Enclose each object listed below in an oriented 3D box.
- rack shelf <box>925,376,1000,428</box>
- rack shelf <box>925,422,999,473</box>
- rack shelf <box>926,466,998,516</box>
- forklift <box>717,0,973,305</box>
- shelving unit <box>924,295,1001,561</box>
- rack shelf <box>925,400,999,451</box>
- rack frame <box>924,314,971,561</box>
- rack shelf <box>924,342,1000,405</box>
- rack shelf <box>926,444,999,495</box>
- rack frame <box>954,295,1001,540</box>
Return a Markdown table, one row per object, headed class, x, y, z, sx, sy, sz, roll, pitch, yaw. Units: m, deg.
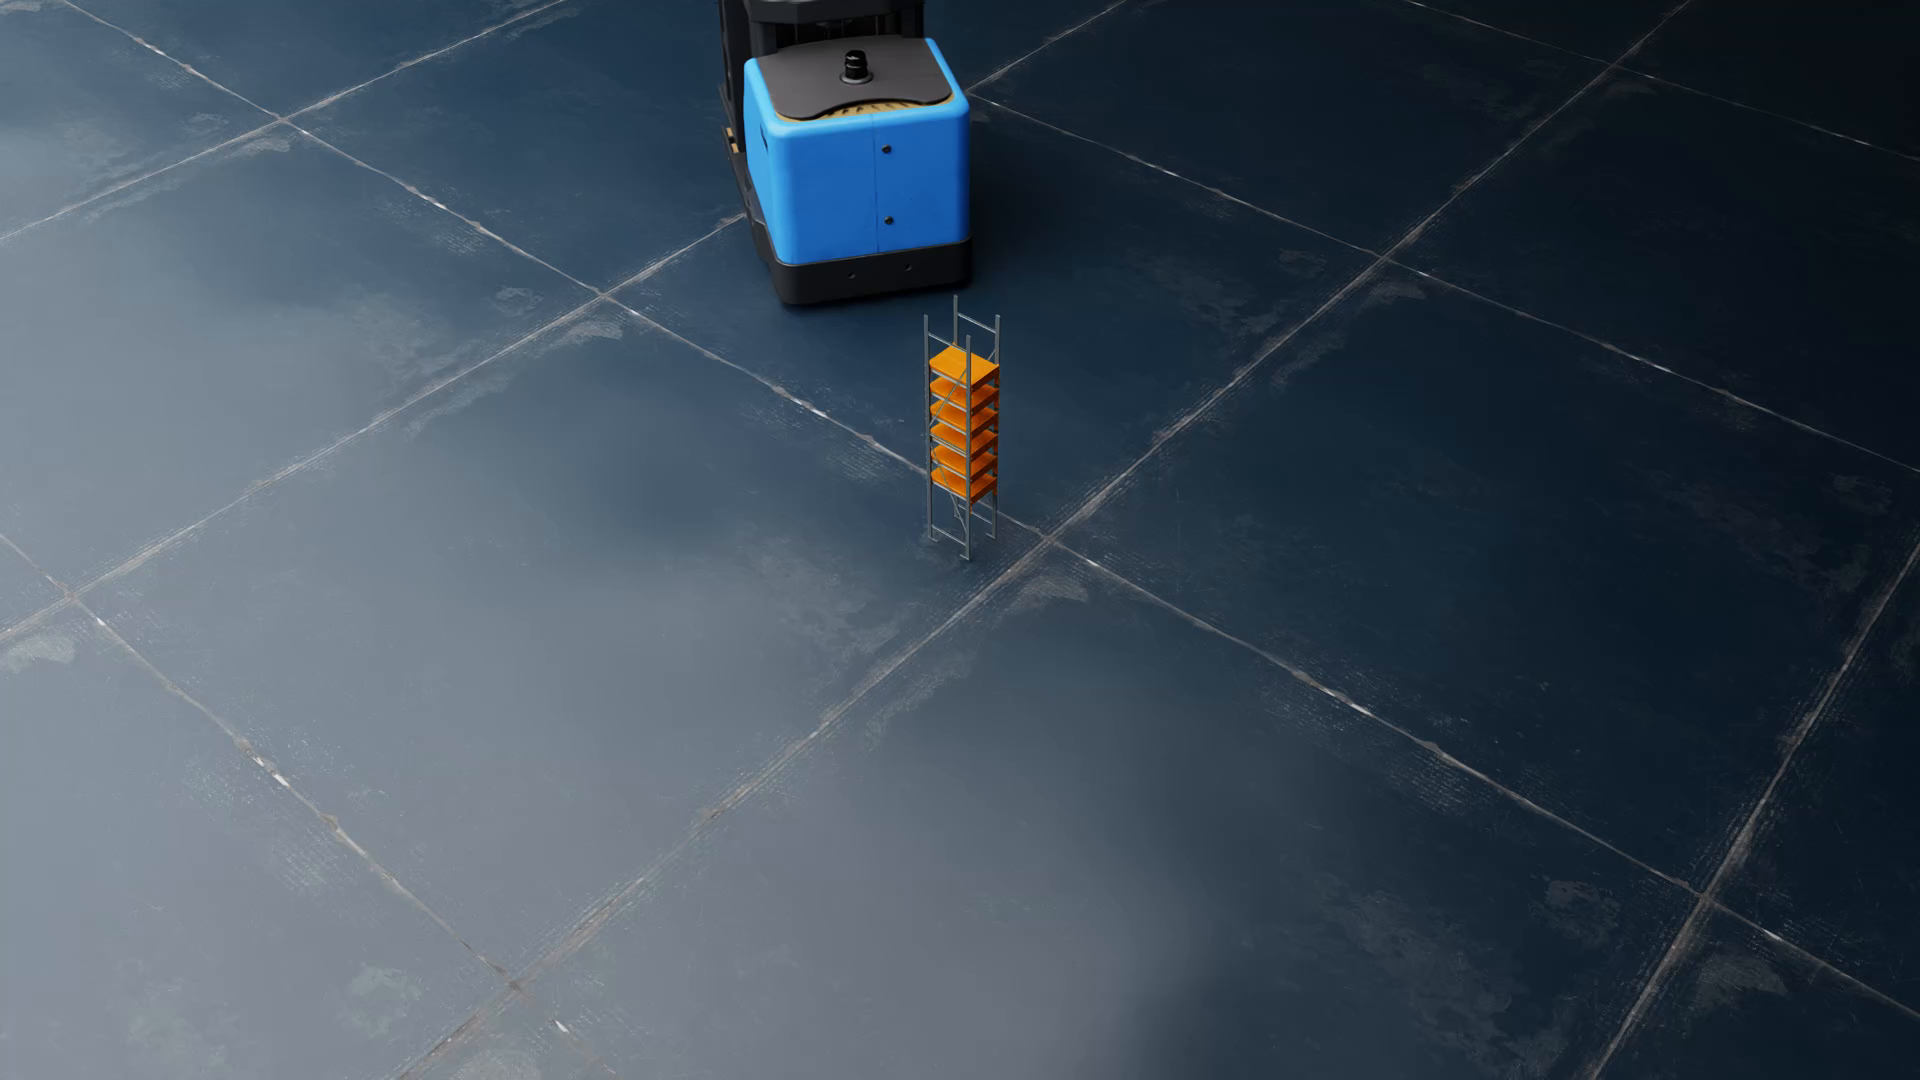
| class | x | y | z | sx | sy | sz | roll | pitch | yaw |
| --- | --- | --- | --- | --- | --- | --- | --- | --- | --- |
| rack shelf | 0.009 | -0.596 | 6.905 | 0.258 | 0.103 | 0.180 | 29 | 50 | 28 |
| rack shelf | 0.009 | -0.419 | 7.067 | 0.258 | 0.103 | 0.180 | 29 | 50 | 28 |
| rack shelf | 0.009 | -0.241 | 7.228 | 0.258 | 0.103 | 0.180 | 29 | 50 | 28 |
| forklift | -0.799 | -3.317 | 8.902 | 1.130 | 2.935 | 3.031 | -10 | 43 | -11 |
| shelving unit | 0.009 | -0.451 | 7.037 | 0.258 | 1.200 | 0.189 | 29 | 50 | 28 |
| rack shelf | 0.009 | -0.507 | 6.986 | 0.258 | 0.103 | 0.180 | 29 | 50 | 28 |
| rack frame | -0.050 | -0.404 | 6.985 | 0.240 | 1.200 | 0.006 | 29 | 50 | 28 |
| rack shelf | 0.009 | -0.685 | 6.825 | 0.258 | 0.103 | 0.180 | 29 | 50 | 28 |
| rack shelf | 0.009 | -0.330 | 7.147 | 0.258 | 0.103 | 0.180 | 29 | 50 | 28 |
| rack frame | 0.068 | -0.498 | 7.089 | 0.240 | 1.200 | 0.006 | 29 | 50 | 28 |
